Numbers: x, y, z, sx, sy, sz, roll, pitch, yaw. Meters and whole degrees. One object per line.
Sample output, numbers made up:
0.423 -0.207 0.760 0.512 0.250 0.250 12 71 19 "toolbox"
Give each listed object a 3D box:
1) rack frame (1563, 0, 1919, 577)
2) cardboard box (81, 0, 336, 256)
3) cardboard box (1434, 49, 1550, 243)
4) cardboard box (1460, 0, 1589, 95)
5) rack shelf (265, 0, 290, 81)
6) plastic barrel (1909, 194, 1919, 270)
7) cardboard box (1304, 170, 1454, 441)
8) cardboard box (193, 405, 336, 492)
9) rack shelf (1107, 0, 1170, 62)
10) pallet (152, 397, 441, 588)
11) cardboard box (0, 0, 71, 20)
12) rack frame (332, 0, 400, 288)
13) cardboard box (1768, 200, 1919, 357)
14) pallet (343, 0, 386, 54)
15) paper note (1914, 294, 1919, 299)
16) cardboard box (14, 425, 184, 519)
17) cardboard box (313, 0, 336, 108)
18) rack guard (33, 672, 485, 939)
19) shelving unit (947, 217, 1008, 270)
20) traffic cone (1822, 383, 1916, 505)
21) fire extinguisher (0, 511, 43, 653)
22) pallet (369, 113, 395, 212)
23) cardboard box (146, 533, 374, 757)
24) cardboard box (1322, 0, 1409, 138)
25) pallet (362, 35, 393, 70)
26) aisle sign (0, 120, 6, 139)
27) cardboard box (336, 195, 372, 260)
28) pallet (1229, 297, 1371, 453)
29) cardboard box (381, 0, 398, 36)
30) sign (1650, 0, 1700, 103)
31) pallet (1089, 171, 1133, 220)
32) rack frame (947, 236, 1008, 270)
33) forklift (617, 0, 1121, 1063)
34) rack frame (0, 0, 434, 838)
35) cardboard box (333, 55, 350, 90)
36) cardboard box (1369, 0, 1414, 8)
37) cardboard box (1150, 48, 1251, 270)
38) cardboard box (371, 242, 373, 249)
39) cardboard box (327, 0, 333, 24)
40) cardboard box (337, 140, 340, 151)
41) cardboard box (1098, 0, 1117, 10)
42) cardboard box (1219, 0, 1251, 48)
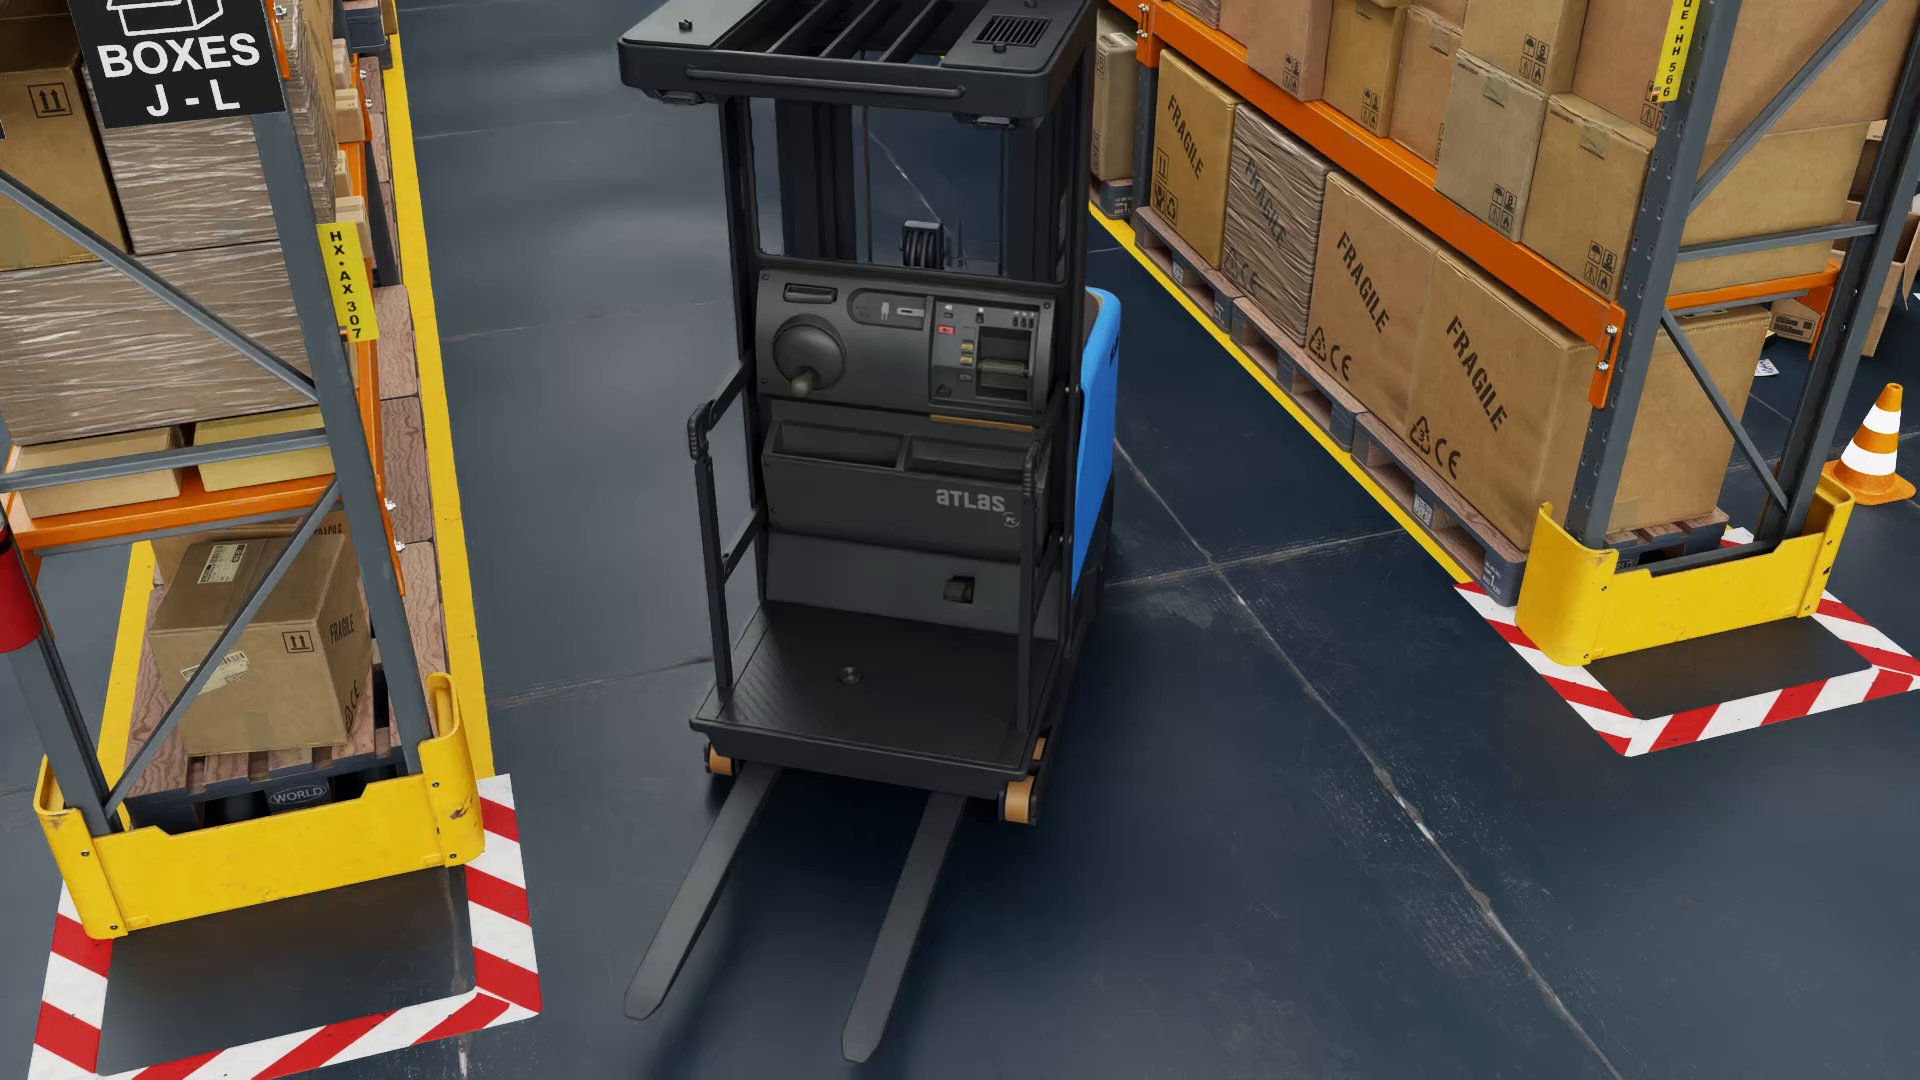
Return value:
2.678 -0.982 5.516 1.000 3.000 0.127 -10 35 -15 "rack frame"
-1.985 -1.119 4.455 0.500 0.500 0.500 -10 35 -15 "cardboard box"
2.333 -1.517 6.189 0.875 0.550 0.550 -10 35 -15 "cardboard box"
2.346 -1.970 5.895 0.875 0.550 0.550 -10 35 -15 "cardboard box"
-2.687 -2.203 5.294 1.077 0.370 4.000 -10 35 -15 "rack shelf"
5.289 -1.623 8.822 0.512 0.421 0.421 13 36 18 "plastic barrel"
2.138 -1.078 7.206 0.875 0.875 0.875 -11 35 -15 "cardboard box"
-1.937 -0.286 4.690 0.380 0.149 0.250 -10 35 -15 "cardboard box"
0.847 -3.832 10.481 1.077 0.370 4.000 -10 35 -15 "rack shelf"
-2.683 -0.150 6.785 1.003 0.211 1.213 -10 35 -15 "pallet"
-2.638 -1.293 4.718 0.500 0.500 0.500 -10 35 -15 "cardboard box"
-3.297 -2.301 7.512 1.000 3.000 0.127 -10 35 -15 "rack frame"
4.414 -1.323 8.295 0.637 0.503 0.797 19 38 26 "cardboard box"
-3.391 -2.647 8.209 1.003 0.211 1.213 -10 35 -15 "pallet"
5.061 -1.257 8.635 0.148 0.019 0.142 1 33 2 "paper note"
-2.360 -0.211 4.577 0.380 0.149 0.250 -10 35 -15 "cardboard box"
-2.285 -1.645 5.251 0.500 0.500 0.500 -10 35 -15 "cardboard box"
-2.100 0.802 5.083 1.175 0.500 0.348 -10 35 -15 "rack guard"
0.089 -0.690 6.707 0.258 1.200 0.189 7 34 11 "shelving unit"
3.868 -0.442 6.998 0.336 0.463 0.334 -10 35 -15 "traffic cone"
-2.481 -0.031 4.147 0.296 0.674 0.183 -10 35 -15 "fire extinguisher"
-3.912 -2.188 9.870 1.003 0.211 1.213 -10 35 -15 "pallet"
-2.251 0.336 5.408 0.500 0.500 0.500 -4 34 -6 "cardboard box"
2.081 -2.104 7.077 0.875 0.550 0.500 -10 35 -15 "cardboard box"
-4.686 -3.665 12.104 1.003 0.211 1.213 -10 35 -15 "pallet"
-2.344 -1.203 3.491 0.394 0.787 0.004 -10 35 -15 "aisle sign"
-2.302 -1.090 5.907 0.380 0.149 0.250 -10 35 -15 "cardboard box"
1.991 -0.865 7.868 1.003 0.211 1.213 -10 35 -15 "pallet"
-4.708 -4.056 11.714 1.225 0.875 0.875 -12 35 -17 "cardboard box"
2.157 -1.480 5.004 0.100 0.325 0.005 -10 35 -15 "sign"
1.150 -2.311 10.057 1.003 0.211 1.213 -10 35 -15 "pallet"
0.068 -0.641 6.632 0.240 1.200 0.006 7 34 11 "rack frame"
-0.222 -0.540 4.908 1.130 2.935 3.031 7 34 11 "forklift"
-2.077 -0.201 4.334 1.000 3.000 0.127 -10 35 -15 "rack frame"
-2.884 -2.000 7.284 0.380 0.149 0.250 -10 35 -15 "cardboard box"
2.019 -2.543 6.762 0.875 0.550 0.500 -10 35 -15 "cardboard box"
1.583 -2.029 8.646 0.875 0.875 0.875 -9 35 -14 "cardboard box"
-3.464 -1.768 8.573 0.700 0.500 0.500 -13 36 -18 "cardboard box"
-2.592 -2.169 6.045 0.500 0.500 0.500 -10 35 -15 "cardboard box"
-2.617 -1.469 6.479 0.380 0.149 0.250 -10 35 -15 "cardboard box"
0.892 -3.137 10.436 1.050 0.750 0.750 -10 35 -15 "cardboard box"
1.771 -2.668 7.931 0.875 0.550 0.550 -10 35 -15 "cardboard box"
